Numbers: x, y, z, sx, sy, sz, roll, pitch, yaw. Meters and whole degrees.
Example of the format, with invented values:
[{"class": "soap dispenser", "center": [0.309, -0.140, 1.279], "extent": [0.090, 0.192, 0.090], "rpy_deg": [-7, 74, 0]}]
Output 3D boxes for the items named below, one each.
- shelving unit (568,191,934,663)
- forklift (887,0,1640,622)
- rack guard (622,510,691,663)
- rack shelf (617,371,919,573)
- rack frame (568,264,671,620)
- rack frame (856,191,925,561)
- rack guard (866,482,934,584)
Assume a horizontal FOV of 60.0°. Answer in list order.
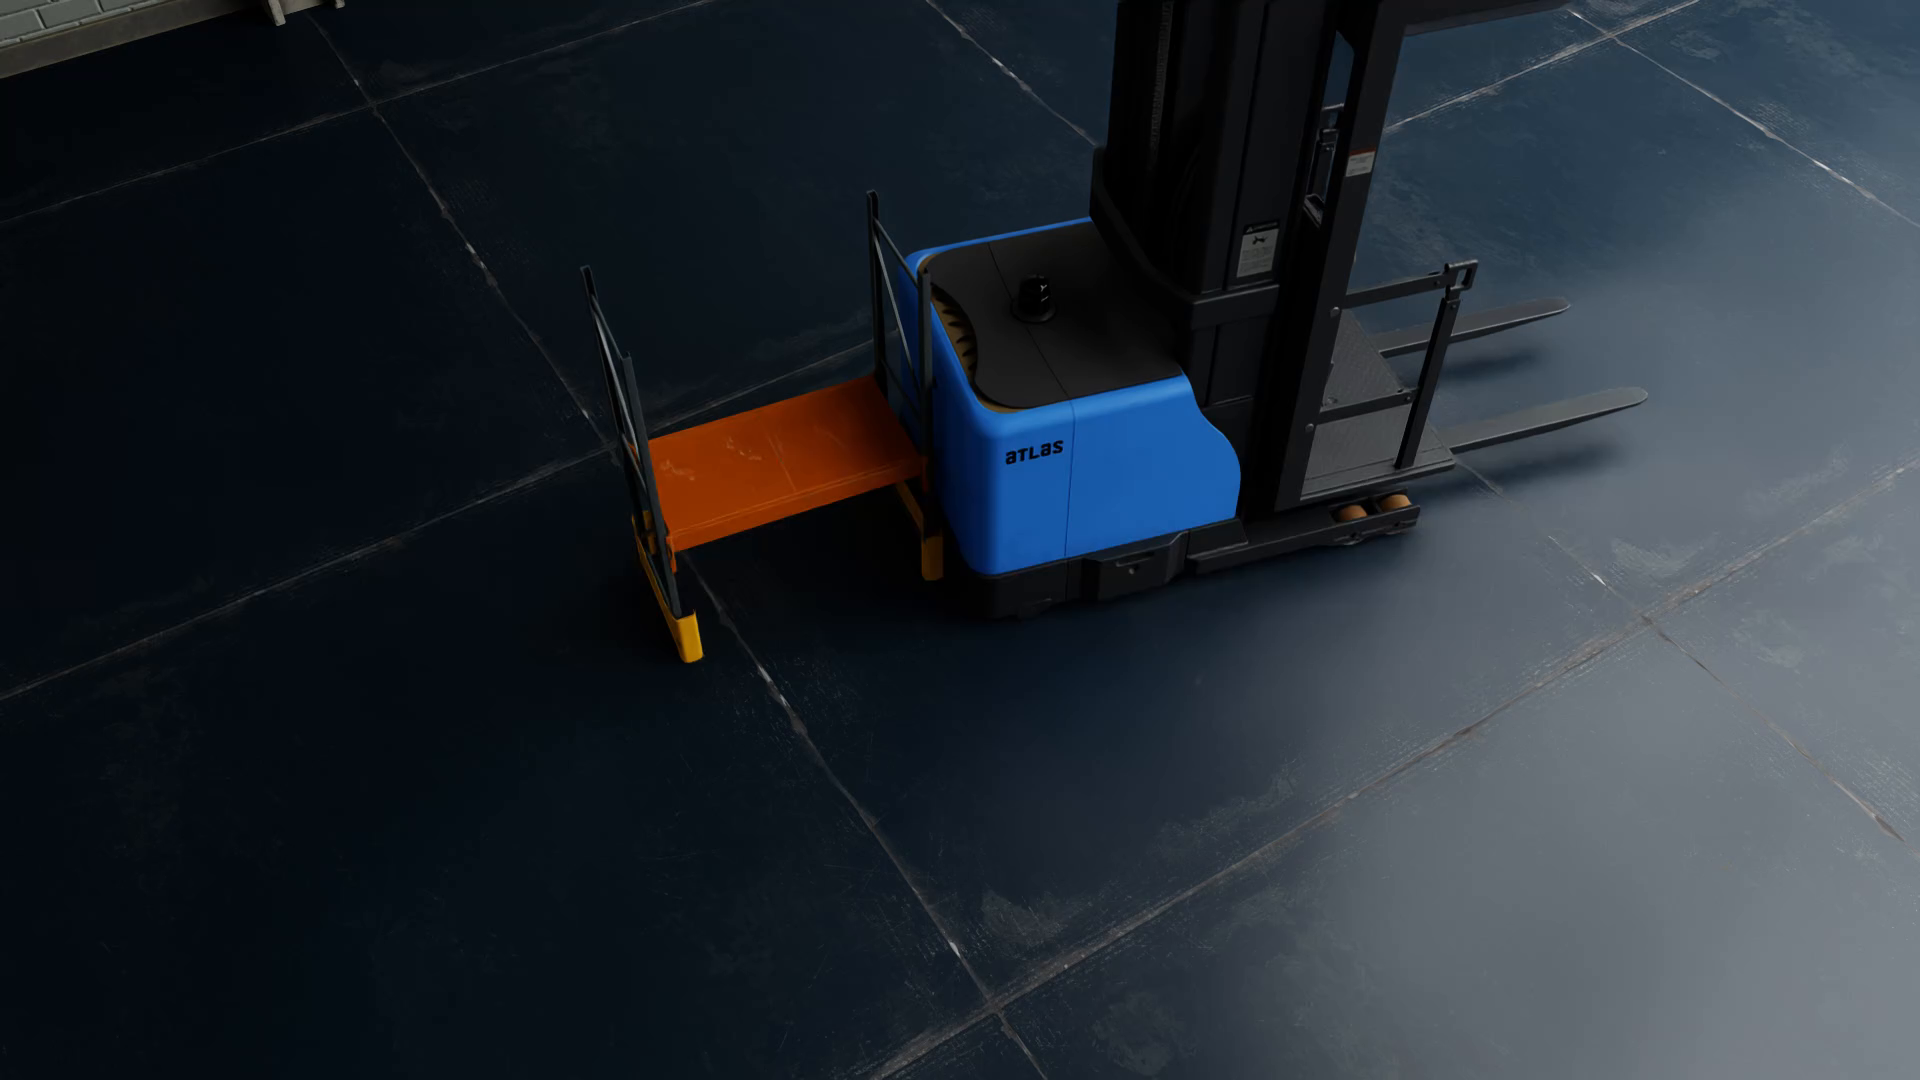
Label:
[{"class": "shelving unit", "center": [-0.707, -0.388, 6.037], "extent": [1.083, 1.500, 0.587], "rpy_deg": [-18, 51, -15]}, {"class": "forklift", "center": [1.288, -1.310, 5.899], "extent": [3.031, 2.935, 1.130], "rpy_deg": [-13, 50, -12]}, {"class": "rack guard", "center": [-1.165, 0.173, 6.374], "extent": [0.087, 0.250, 0.587], "rpy_deg": [-18, 51, -15]}, {"class": "rack shelf", "center": [-0.715, -0.266, 6.169], "extent": [1.000, 0.185, 0.538], "rpy_deg": [-18, 51, -15]}, {"class": "rack frame", "center": [-1.183, -0.237, 5.902], "extent": [0.032, 1.500, 0.500], "rpy_deg": [-18, 51, -15]}, {"class": "rack frame", "center": [-0.247, -0.534, 6.167], "extent": [0.032, 1.500, 0.500], "rpy_deg": [-18, 51, -15]}, {"class": "rack guard", "center": [-0.249, -0.118, 6.633], "extent": [0.087, 0.250, 0.587], "rpy_deg": [-18, 51, -15]}]
